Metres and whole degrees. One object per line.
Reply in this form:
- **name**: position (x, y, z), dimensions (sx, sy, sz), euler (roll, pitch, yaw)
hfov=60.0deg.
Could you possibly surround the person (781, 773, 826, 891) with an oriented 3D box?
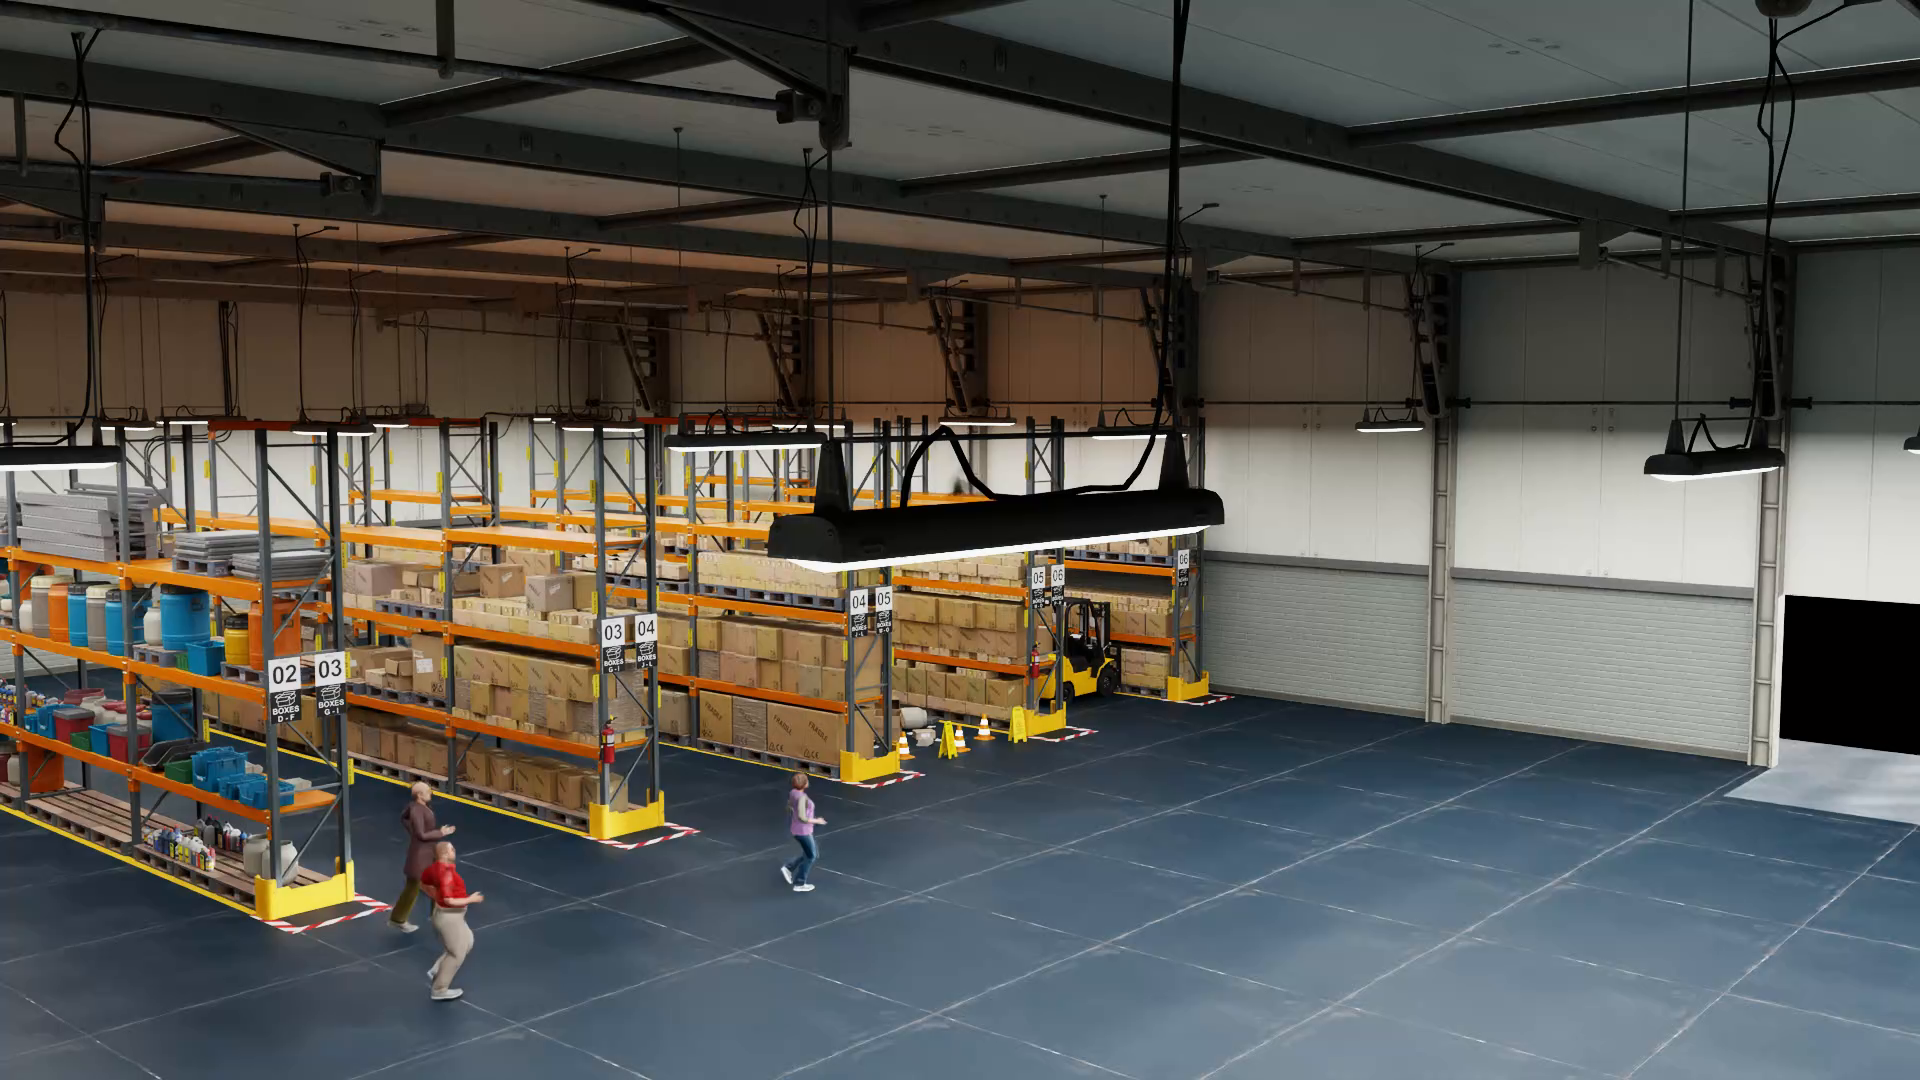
- **person**: position (-2.028, 3.768, 21.487), dimensions (0.555, 1.551, 0.531), euler (-2, 5, -18)

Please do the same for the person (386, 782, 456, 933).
- **person**: position (-6.409, 3.792, 19.787), dimensions (0.812, 1.840, 0.702), euler (-1, 5, -8)

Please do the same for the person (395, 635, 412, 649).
- **person**: position (-13.548, 2.091, 40.381), dimensions (0.656, 1.824, 0.744), euler (2, 5, 27)

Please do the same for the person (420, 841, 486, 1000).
- **person**: position (-5.363, 4.013, 17.661), dimensions (0.602, 1.688, 0.650), euler (-3, 5, -29)
